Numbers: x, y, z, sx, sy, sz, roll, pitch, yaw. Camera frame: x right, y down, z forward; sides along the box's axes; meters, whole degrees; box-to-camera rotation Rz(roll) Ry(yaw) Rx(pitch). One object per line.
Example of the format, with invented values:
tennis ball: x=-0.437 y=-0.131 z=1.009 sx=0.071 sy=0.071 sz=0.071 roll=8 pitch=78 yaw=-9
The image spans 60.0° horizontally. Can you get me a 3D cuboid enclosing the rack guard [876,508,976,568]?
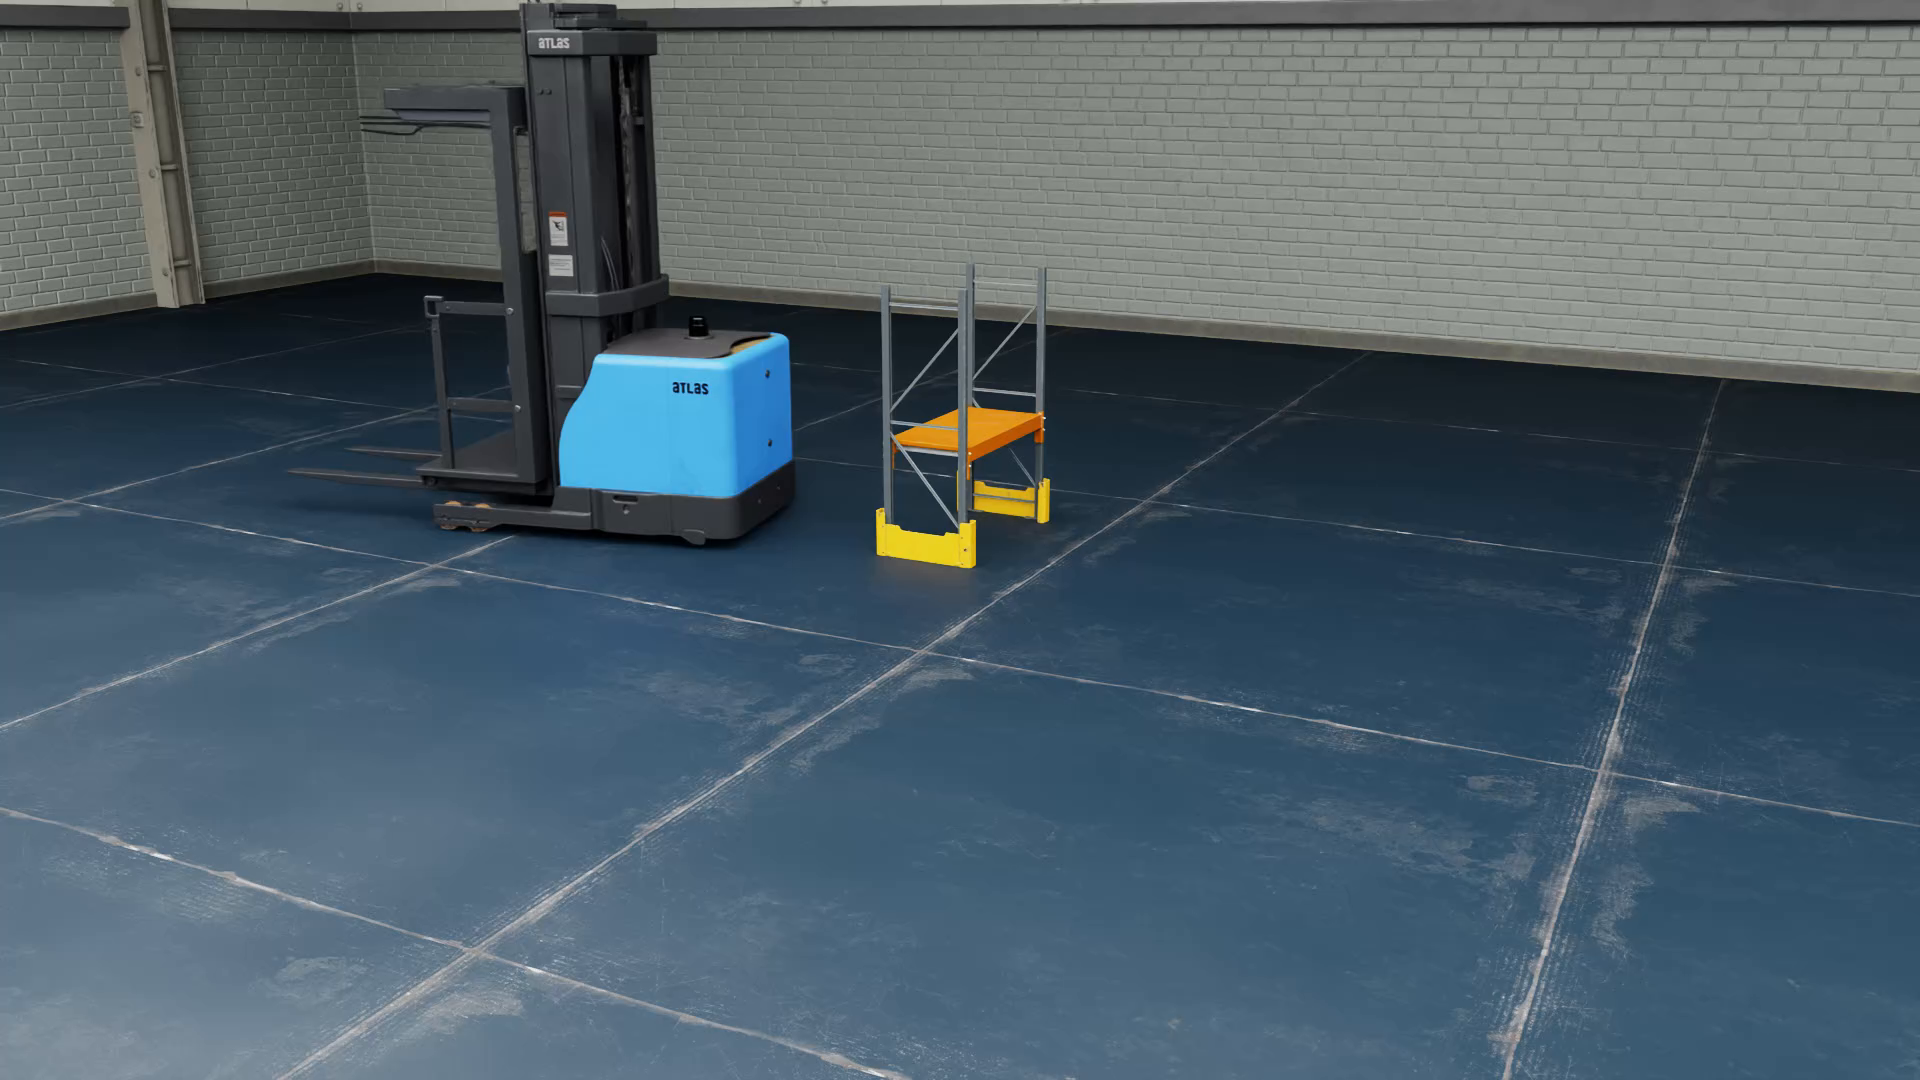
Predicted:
rack guard: x=-0.188 y=-0.012 z=9.127 sx=0.587 sy=0.250 sz=0.087 roll=8 pitch=18 yaw=25

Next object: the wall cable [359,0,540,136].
wall cable: x=-6.022 y=-5.982 z=19.313 sx=3.097 sy=2.526 sz=0.112 roll=8 pitch=18 yaw=25

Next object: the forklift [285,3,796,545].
forklift: x=-2.576 y=-1.589 z=9.725 sx=3.031 sy=2.935 sz=1.130 roll=4 pitch=17 yaw=15

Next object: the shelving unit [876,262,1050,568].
shelving unit: x=0.034 y=-0.738 z=9.376 sx=0.587 sy=1.500 sz=1.083 roll=8 pitch=18 yaw=25

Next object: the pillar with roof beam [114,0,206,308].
pillar with roof beam: x=-4.670 y=-6.340 z=15.066 sx=9.100 sy=9.000 sz=0.400 roll=8 pitch=18 yaw=25

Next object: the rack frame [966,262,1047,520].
rack frame: x=0.265 y=-0.870 z=9.820 sx=0.500 sy=1.500 sz=0.032 roll=8 pitch=18 yaw=25

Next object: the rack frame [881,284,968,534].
rack frame: x=-0.189 y=-0.611 z=8.948 sx=0.500 sy=1.500 sz=0.032 roll=8 pitch=18 yaw=25

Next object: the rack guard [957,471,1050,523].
rack guard: x=0.257 y=-0.266 z=9.981 sx=0.587 sy=0.250 sz=0.087 roll=8 pitch=18 yaw=25

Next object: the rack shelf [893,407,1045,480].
rack shelf: x=0.038 y=-0.568 z=9.435 sx=0.538 sy=0.185 sz=1.000 roll=8 pitch=18 yaw=25
